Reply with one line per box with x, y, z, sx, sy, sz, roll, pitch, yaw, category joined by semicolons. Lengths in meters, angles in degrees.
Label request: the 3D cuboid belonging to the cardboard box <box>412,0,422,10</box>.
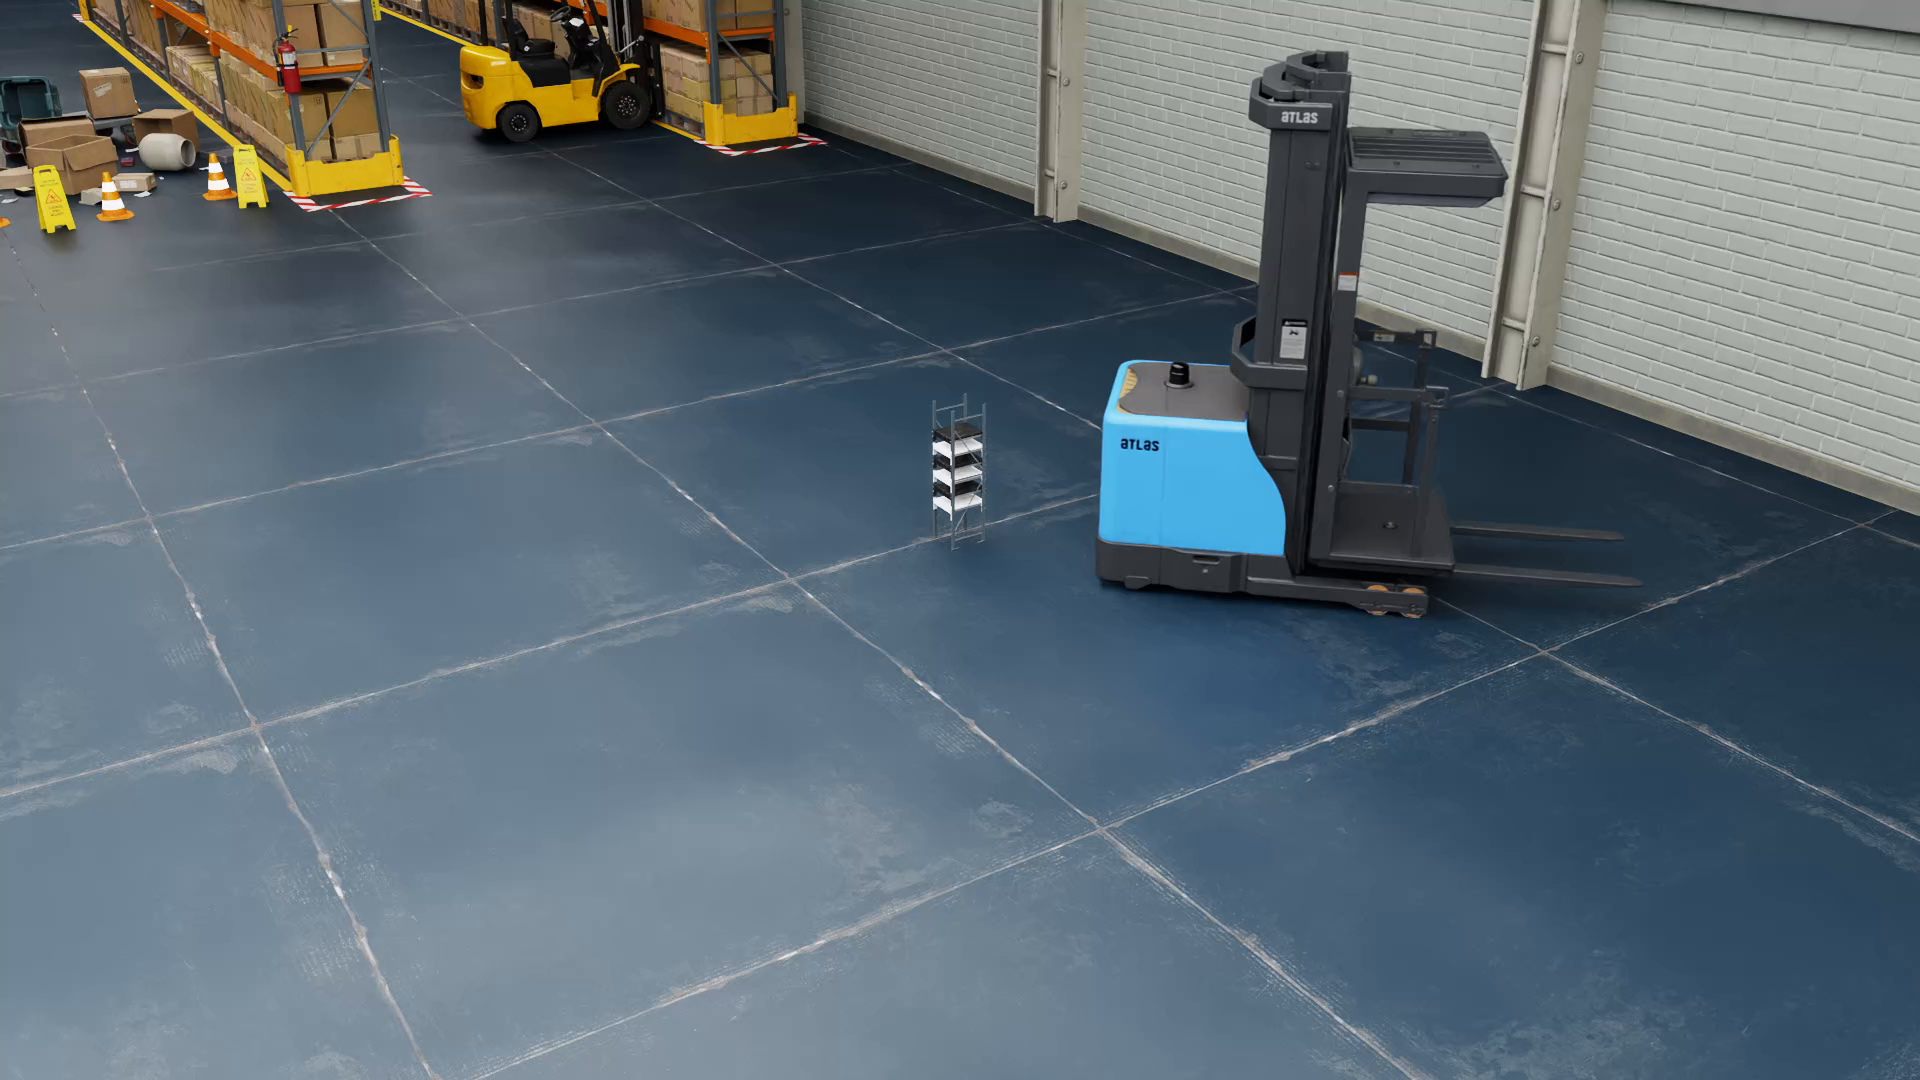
-9.736;-9.755;30.248;0.380;0.149;0.250;-17;30;-31;cardboard box

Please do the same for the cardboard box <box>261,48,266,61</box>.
-7.528;-5.405;18.480;0.380;0.149;0.250;-16;30;-30;cardboard box

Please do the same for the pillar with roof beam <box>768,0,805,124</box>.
-5.867;-8.600;17.927;9.100;9.000;0.400;-16;29;-30;pillar with roof beam

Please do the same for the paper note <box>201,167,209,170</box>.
-8.785;-4.350;19.428;0.148;0.019;0.142;18;31;33;paper note

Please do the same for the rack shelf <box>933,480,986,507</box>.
-0.004;-0.298;10.117;0.258;0.077;0.200;-16;29;-30;rack shelf

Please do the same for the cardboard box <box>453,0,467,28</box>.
-8.265;-9.003;28.244;0.500;0.500;0.500;-17;30;-31;cardboard box

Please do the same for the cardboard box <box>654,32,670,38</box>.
-3.834;-6.768;22.631;0.500;0.250;0.500;-15;29;-29;cardboard box

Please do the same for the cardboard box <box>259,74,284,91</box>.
-7.704;-5.194;18.829;0.380;0.149;0.250;-15;29;-28;cardboard box

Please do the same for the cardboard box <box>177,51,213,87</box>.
-10.449;-6.670;23.451;0.950;0.372;0.625;-16;30;-31;cardboard box

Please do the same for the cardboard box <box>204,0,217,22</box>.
-8.969;-6.661;20.382;0.500;0.500;0.500;-16;29;-30;cardboard box

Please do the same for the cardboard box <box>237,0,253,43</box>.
-7.858;-5.943;18.860;0.500;0.500;0.500;-16;29;-30;cardboard box

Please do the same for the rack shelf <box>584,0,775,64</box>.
-3.727;-6.822;22.029;1.077;0.370;4.000;-16;29;-30;rack shelf

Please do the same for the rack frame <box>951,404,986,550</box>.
0.051;-0.373;9.987;0.240;0.900;0.006;-16;29;-30;rack frame

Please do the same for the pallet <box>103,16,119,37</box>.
-14.362;-9.031;29.134;1.003;0.211;1.213;-16;29;-30;pallet

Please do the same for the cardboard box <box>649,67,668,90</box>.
-3.727;-6.067;21.731;0.500;0.250;0.500;-16;30;-31;cardboard box

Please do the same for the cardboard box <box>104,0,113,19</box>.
-14.575;-9.489;29.347;0.875;0.438;0.875;-15;29;-28;cardboard box

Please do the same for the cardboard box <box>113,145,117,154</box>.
-10.329;-4.676;19.844;0.396;0.266;0.258;7;26;15;cardboard box

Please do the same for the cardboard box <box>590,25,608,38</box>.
-4.817;-7.015;23.153;0.500;0.250;0.500;-16;30;-30;cardboard box

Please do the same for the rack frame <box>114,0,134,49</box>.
-13.342;-9.566;26.999;1.000;3.000;0.127;-16;29;-30;rack frame

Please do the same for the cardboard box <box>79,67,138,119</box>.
-10.450;-5.491;20.408;0.500;0.500;0.500;-16;29;-30;cardboard box

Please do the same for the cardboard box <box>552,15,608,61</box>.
-5.530;-7.442;24.790;0.875;0.625;0.625;-16;30;-30;cardboard box

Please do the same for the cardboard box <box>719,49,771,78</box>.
-2.739;-6.046;21.102;0.500;0.250;0.500;-16;30;-30;cardboard box

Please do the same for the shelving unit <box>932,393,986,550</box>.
-0.004;-0.410;10.064;0.258;0.900;0.210;-16;29;-30;shelving unit

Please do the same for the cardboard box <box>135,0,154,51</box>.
-12.437;-8.270;26.252;0.875;0.875;0.875;-15;29;-28;cardboard box

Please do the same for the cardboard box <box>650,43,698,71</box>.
-3.715;-6.282;21.600;0.500;0.250;0.500;-15;29;-29;cardboard box

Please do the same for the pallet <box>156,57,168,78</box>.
-11.526;-7.173;25.198;1.003;0.211;1.213;-16;29;-30;pallet

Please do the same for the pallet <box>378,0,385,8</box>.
-10.892;-10.581;32.417;1.003;0.211;1.213;-16;29;-30;pallet

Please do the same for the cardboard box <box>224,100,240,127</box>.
-8.879;-5.377;20.855;0.500;0.250;0.500;-17;30;-32;cardboard box

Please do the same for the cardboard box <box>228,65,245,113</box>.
-8.577;-5.527;20.295;0.500;0.500;0.500;-14;29;-28;cardboard box

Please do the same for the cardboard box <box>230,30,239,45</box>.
-8.382;-5.943;19.620;0.380;0.149;0.250;-15;29;-29;cardboard box

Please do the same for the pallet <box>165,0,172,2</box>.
-10.681;-7.818;23.522;1.213;0.211;1.003;-16;29;-30;pallet

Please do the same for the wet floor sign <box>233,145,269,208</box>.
-7.584;-3.891;17.737;0.267;0.644;0.232;-6;26;-12;wet floor sign

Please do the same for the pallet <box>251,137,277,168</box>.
-7.909;-4.774;20.116;1.003;0.211;1.213;-16;29;-30;pallet

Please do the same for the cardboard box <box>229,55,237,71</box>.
-8.579;-5.767;20.043;0.380;0.149;0.250;-14;29;-28;cardboard box

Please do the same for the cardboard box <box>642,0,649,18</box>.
-3.963;-7.140;21.743;0.500;0.500;0.500;-15;29;-29;cardboard box

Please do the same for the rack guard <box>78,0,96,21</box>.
-15.539;-9.874;30.581;1.175;0.500;0.348;-16;29;-30;rack guard

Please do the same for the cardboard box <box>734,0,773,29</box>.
-2.673;-6.719;20.851;0.500;0.500;0.500;-14;29;-28;cardboard box

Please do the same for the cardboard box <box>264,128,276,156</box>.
-7.734;-4.633;19.280;0.500;0.250;0.500;-15;29;-29;cardboard box

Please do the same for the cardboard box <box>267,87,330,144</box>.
-7.447;-4.785;18.722;0.500;0.500;0.500;-15;29;-29;cardboard box

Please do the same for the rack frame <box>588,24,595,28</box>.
-4.818;-7.862;23.391;1.000;3.000;0.127;-16;29;-30;rack frame

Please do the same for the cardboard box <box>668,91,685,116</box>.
-3.420;-5.652;21.439;0.500;0.250;0.500;-16;29;-30;cardboard box

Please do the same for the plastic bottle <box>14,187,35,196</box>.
-10.325;-3.845;18.323;0.283;0.061;0.133;18;31;33;plastic bottle

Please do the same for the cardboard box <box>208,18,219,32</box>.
-9.072;-6.403;20.594;0.380;0.149;0.250;-16;29;-30;cardboard box

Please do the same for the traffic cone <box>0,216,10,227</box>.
-9.984;-3.457;17.032;0.336;0.463;0.334;-16;29;-30;traffic cone

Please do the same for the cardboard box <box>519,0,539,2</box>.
-7.026;-8.905;27.276;0.380;0.149;0.250;-14;29;-27;cardboard box

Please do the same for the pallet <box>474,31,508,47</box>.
-7.378;-8.308;27.601;1.003;0.211;1.213;-16;29;-30;pallet

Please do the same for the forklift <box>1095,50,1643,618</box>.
2.355;-1.134;9.219;3.031;2.935;1.130;5;26;10;forklift

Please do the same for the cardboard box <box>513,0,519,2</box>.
-7.249;-8.749;27.705;0.500;0.500;0.500;-15;29;-29;cardboard box
